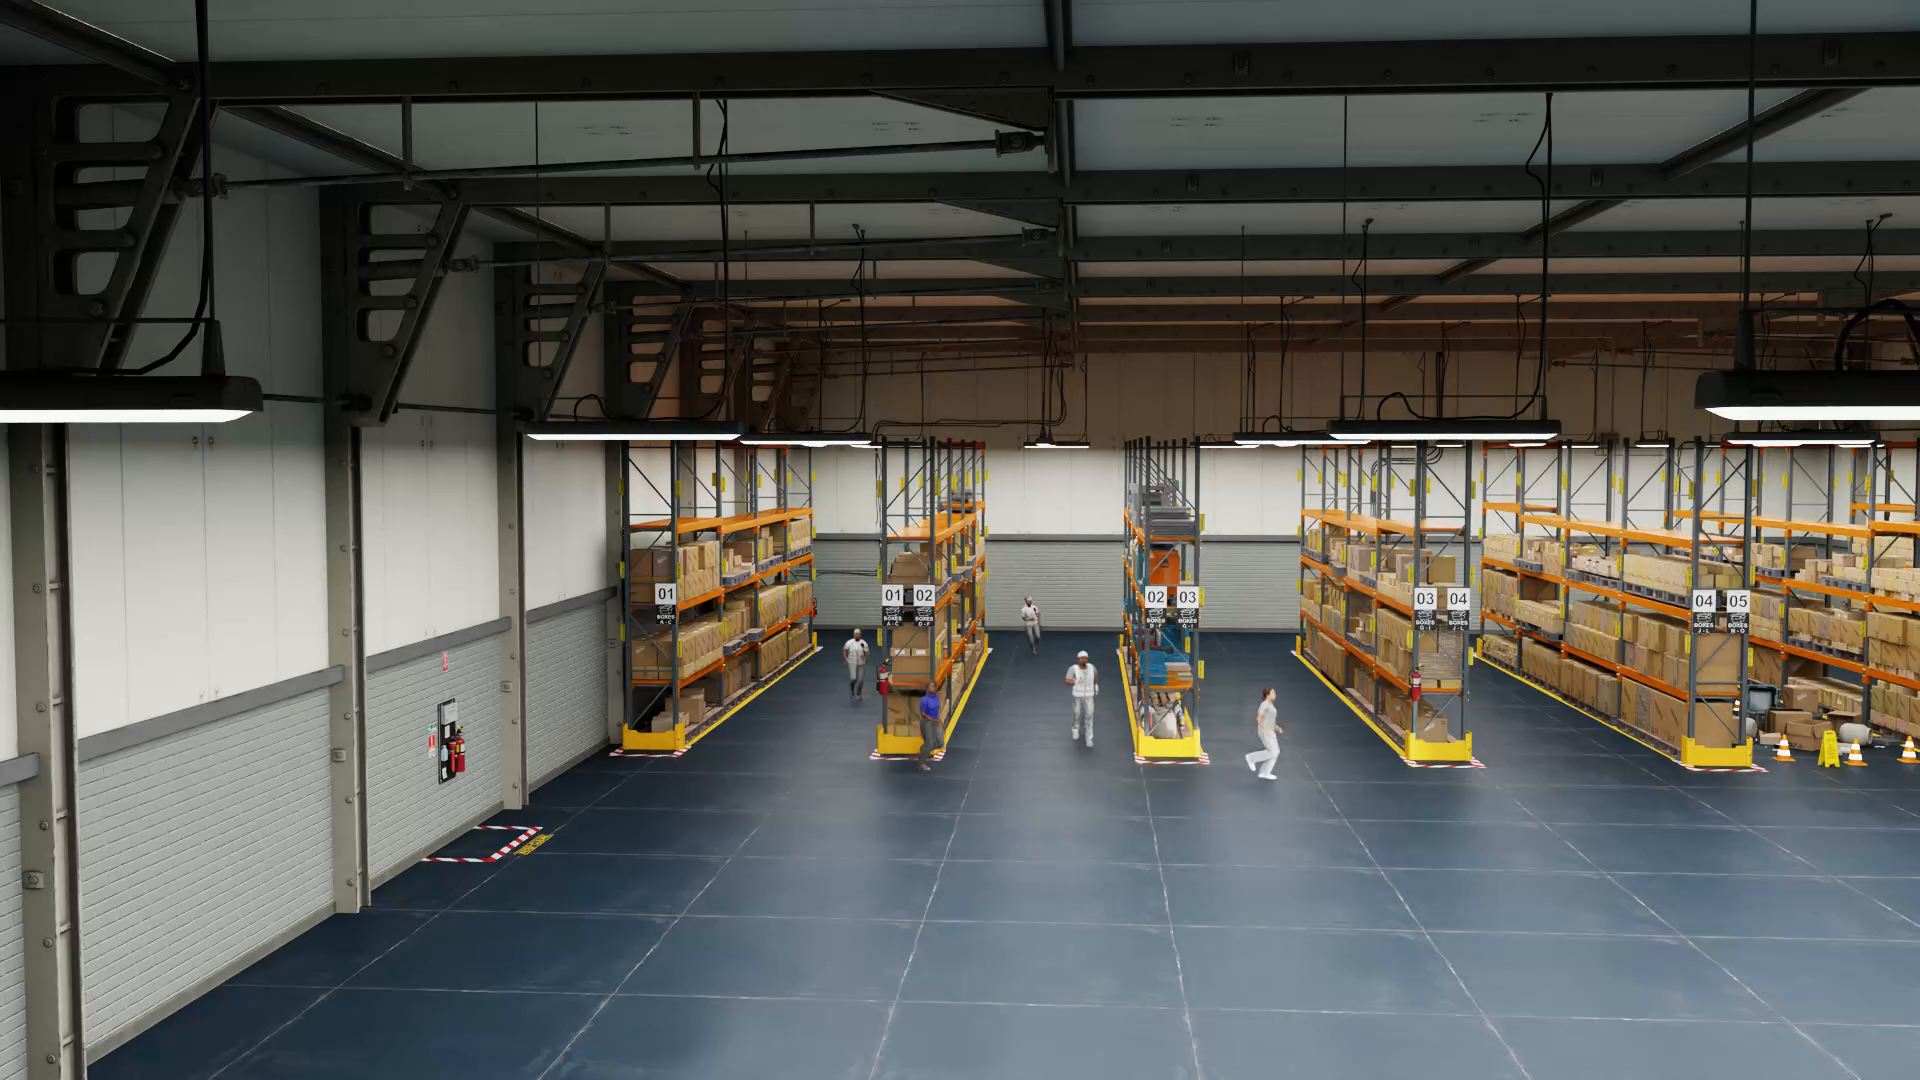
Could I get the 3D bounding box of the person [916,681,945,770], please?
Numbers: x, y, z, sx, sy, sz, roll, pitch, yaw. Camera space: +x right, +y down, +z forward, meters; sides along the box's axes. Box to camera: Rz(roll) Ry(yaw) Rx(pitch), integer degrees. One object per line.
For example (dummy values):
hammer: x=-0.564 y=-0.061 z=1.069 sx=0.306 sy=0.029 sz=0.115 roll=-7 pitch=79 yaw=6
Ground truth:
person: x=-0.495 y=3.331 z=29.821 sx=0.613 sy=1.596 sz=0.601 roll=2 pitch=4 yaw=38

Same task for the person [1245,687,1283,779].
person: x=5.318 y=3.368 z=29.086 sx=0.599 sy=1.615 sz=0.547 roll=2 pitch=3 yaw=28

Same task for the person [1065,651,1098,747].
person: x=2.385 y=3.067 z=32.491 sx=0.704 sy=1.813 sz=0.906 roll=0 pitch=3 yaw=-8

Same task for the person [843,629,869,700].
person: x=-2.371 y=2.855 z=38.095 sx=0.574 sy=1.632 sz=0.629 roll=-1 pitch=3 yaw=-11

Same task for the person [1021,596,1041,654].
person: x=2.014 y=2.394 z=46.756 sx=0.575 sy=1.649 sz=0.547 roll=0 pitch=3 yaw=-7
